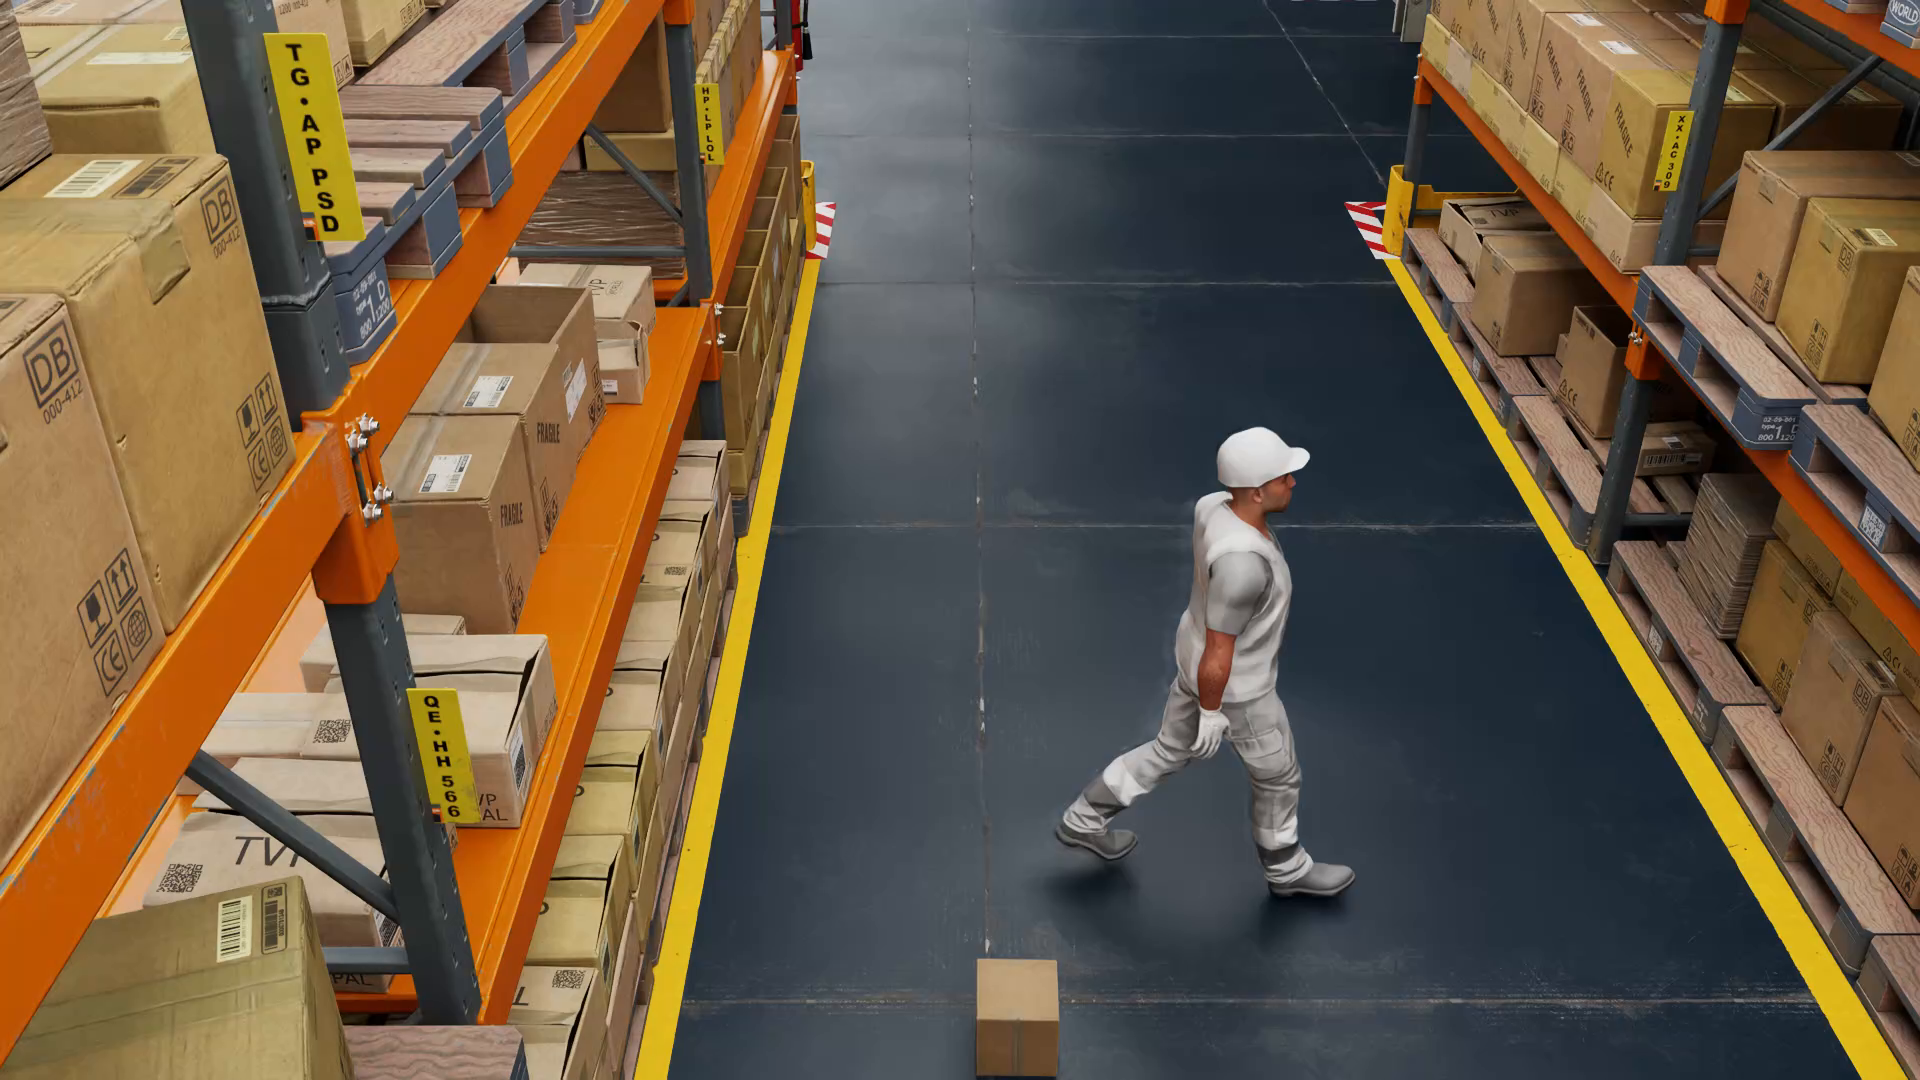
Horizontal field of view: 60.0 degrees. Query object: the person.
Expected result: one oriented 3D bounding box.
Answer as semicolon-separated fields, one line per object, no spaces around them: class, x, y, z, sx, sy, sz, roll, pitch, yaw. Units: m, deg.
person;0.860;0.427;5.409;0.999;1.761;0.537;-2;31;-3
